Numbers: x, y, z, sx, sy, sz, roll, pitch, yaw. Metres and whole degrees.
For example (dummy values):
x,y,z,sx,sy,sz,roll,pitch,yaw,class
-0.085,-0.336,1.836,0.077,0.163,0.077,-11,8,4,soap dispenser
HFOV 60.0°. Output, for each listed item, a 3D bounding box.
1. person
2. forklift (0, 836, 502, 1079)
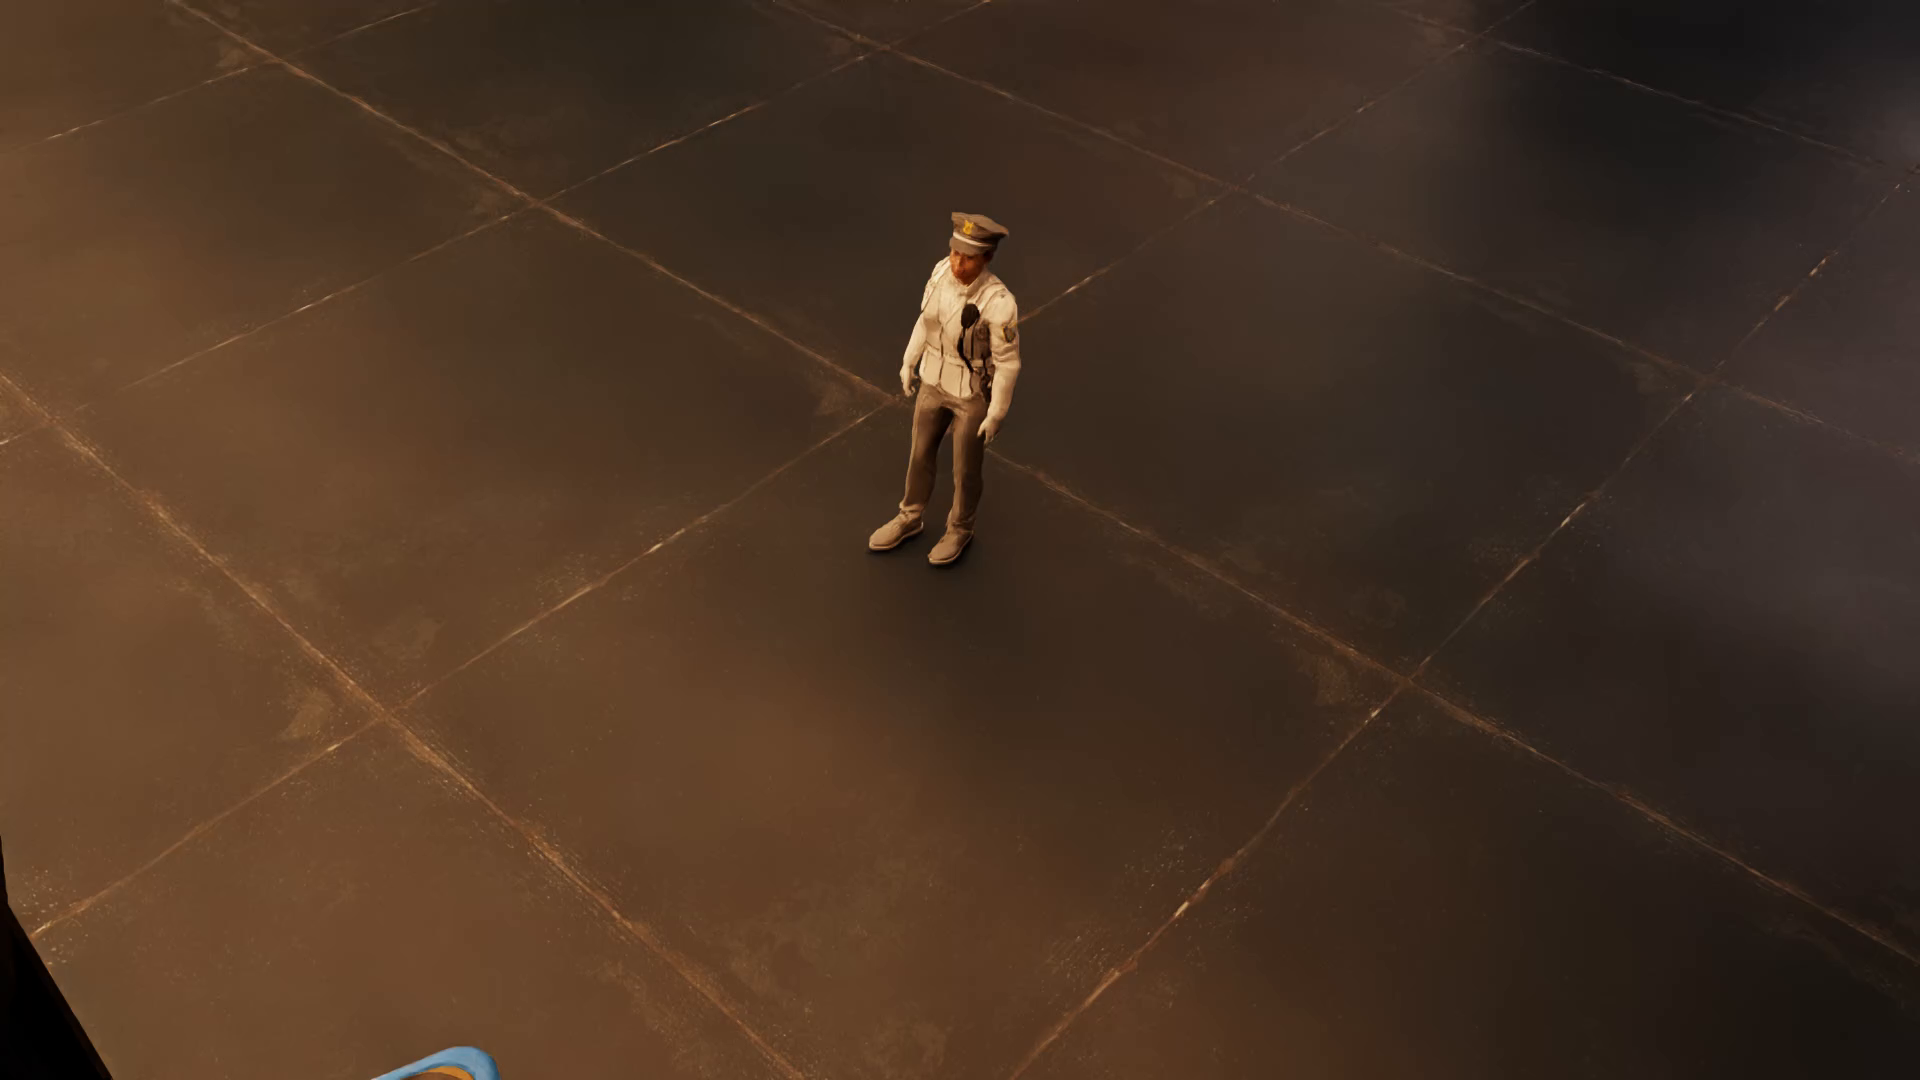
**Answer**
x,y,z,sx,sy,sz,roll,pitch,yaw,class
-0.051,-0.619,7.088,0.586,1.695,0.533,31,49,31,person
-2.387,1.763,3.373,3.031,2.935,1.130,-19,44,-21,forklift
